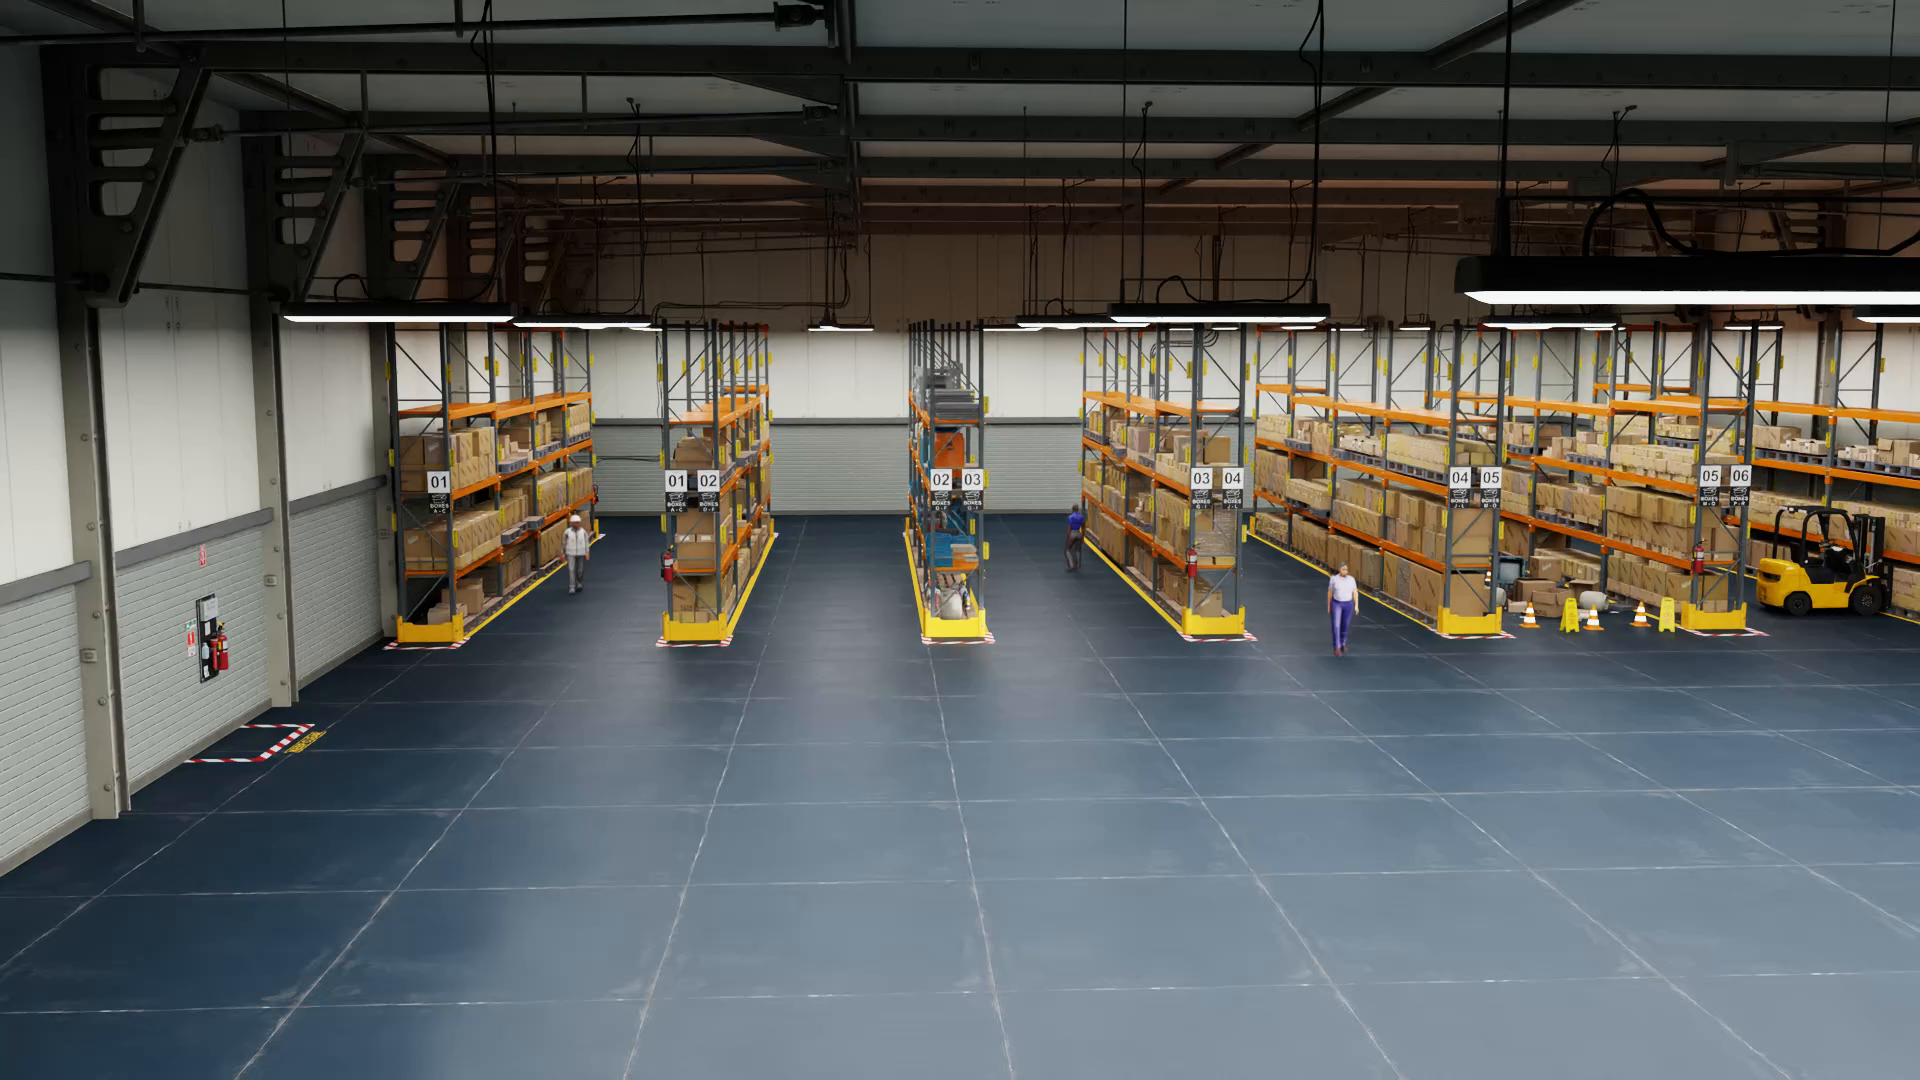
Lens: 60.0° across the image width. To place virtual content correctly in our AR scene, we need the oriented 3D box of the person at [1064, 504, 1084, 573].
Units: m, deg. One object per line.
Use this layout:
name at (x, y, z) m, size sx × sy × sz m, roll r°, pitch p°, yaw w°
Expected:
person at (2.764, -0.038, 40.156) m, size 0.501 × 1.689 × 0.365 m, roll -4°, pitch 8°, yaw -26°

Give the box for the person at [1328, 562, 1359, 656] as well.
person at (6.899, 1.219, 29.909) m, size 0.516 × 1.646 × 0.679 m, roll 0°, pitch 7°, yaw -1°

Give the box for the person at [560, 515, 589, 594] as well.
person at (-8.541, 0.299, 36.899) m, size 0.622 × 1.710 × 1.084 m, roll -2°, pitch 7°, yaw -18°
